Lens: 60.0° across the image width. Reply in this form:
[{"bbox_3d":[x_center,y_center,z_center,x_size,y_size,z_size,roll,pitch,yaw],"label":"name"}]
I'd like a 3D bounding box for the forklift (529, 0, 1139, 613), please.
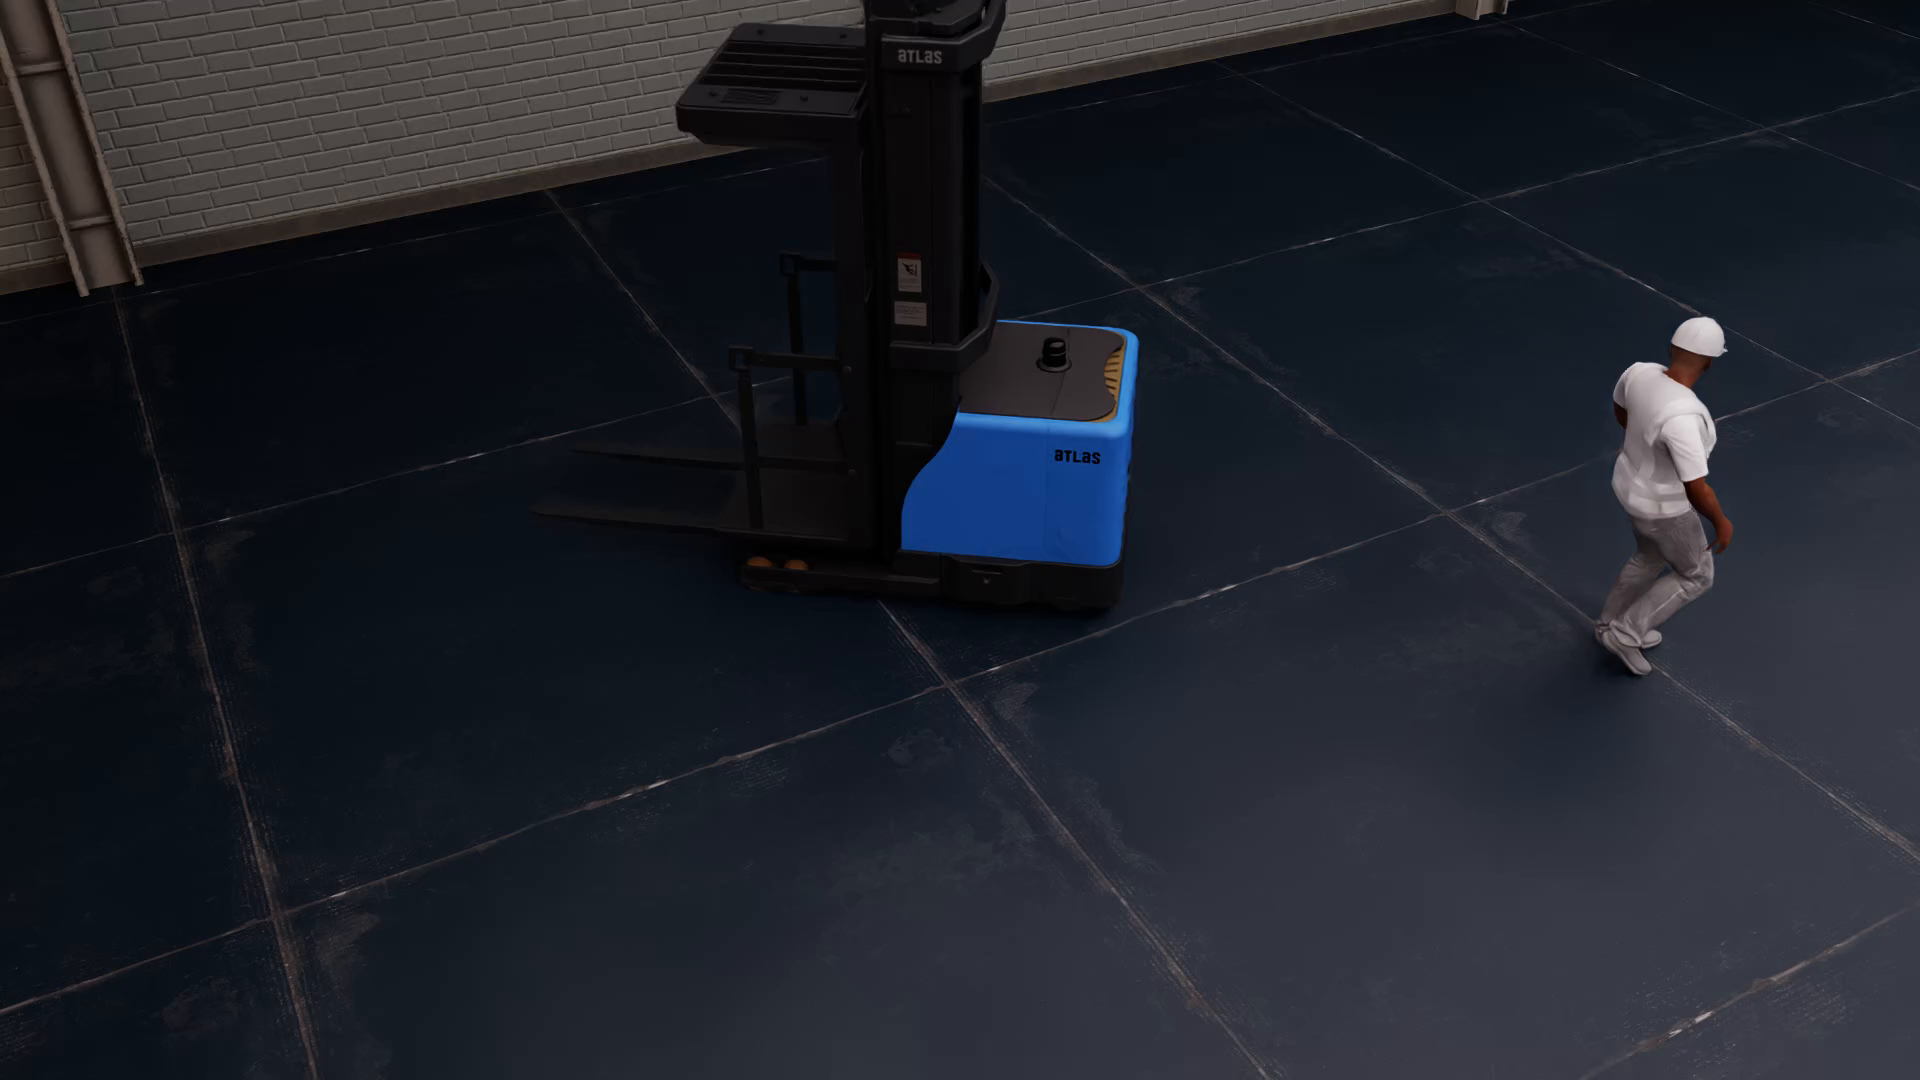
[{"bbox_3d":[-0.658,-1.226,7.858,3.031,2.935,1.130,5,36,7],"label":"forklift"}]

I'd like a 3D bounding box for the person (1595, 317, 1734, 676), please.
[{"bbox_3d":[3.162,-0.223,7.485,0.487,1.748,0.838,1,35,2],"label":"person"}]
